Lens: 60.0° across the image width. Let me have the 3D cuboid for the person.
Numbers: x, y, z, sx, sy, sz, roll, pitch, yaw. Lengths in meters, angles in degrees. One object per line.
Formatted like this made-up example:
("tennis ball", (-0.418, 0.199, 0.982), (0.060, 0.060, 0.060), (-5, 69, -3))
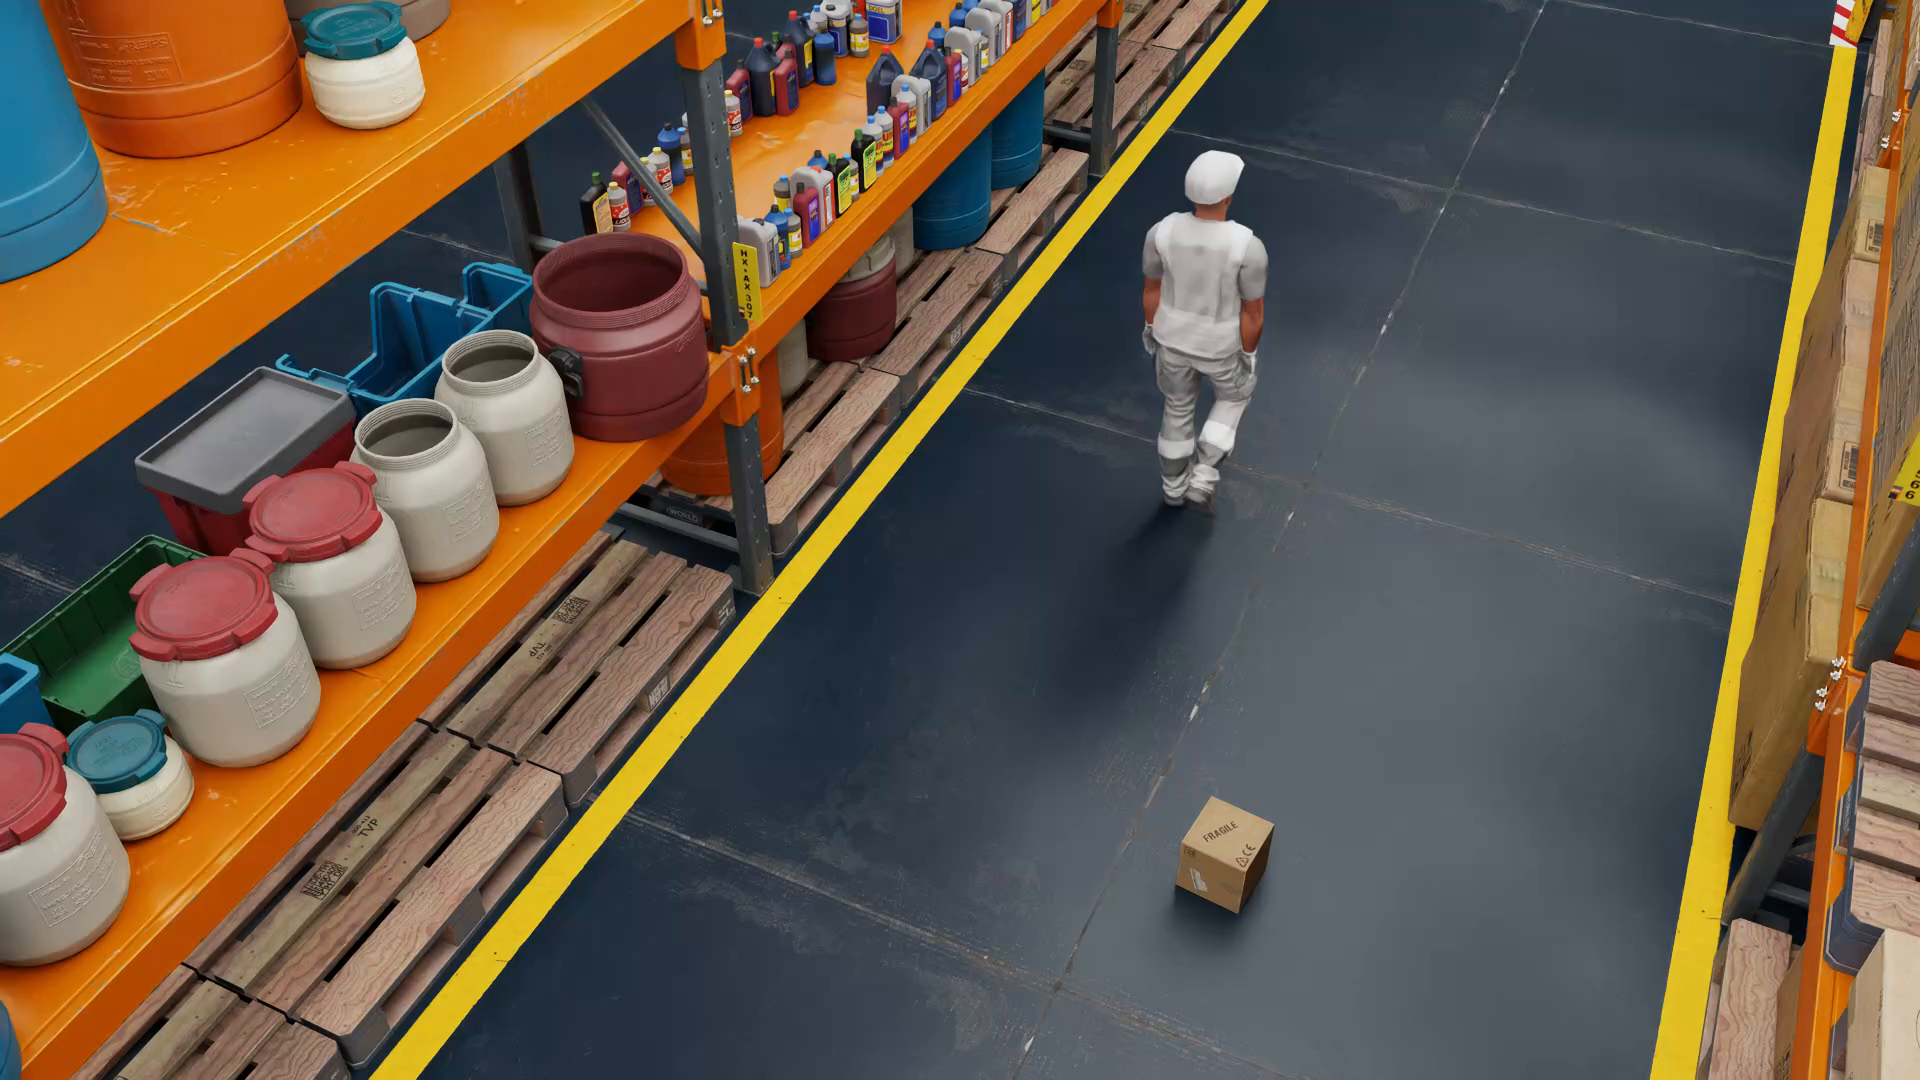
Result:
("person", (1.014, -0.840, 7.050), (0.533, 1.781, 0.506), (15, 44, 17))
